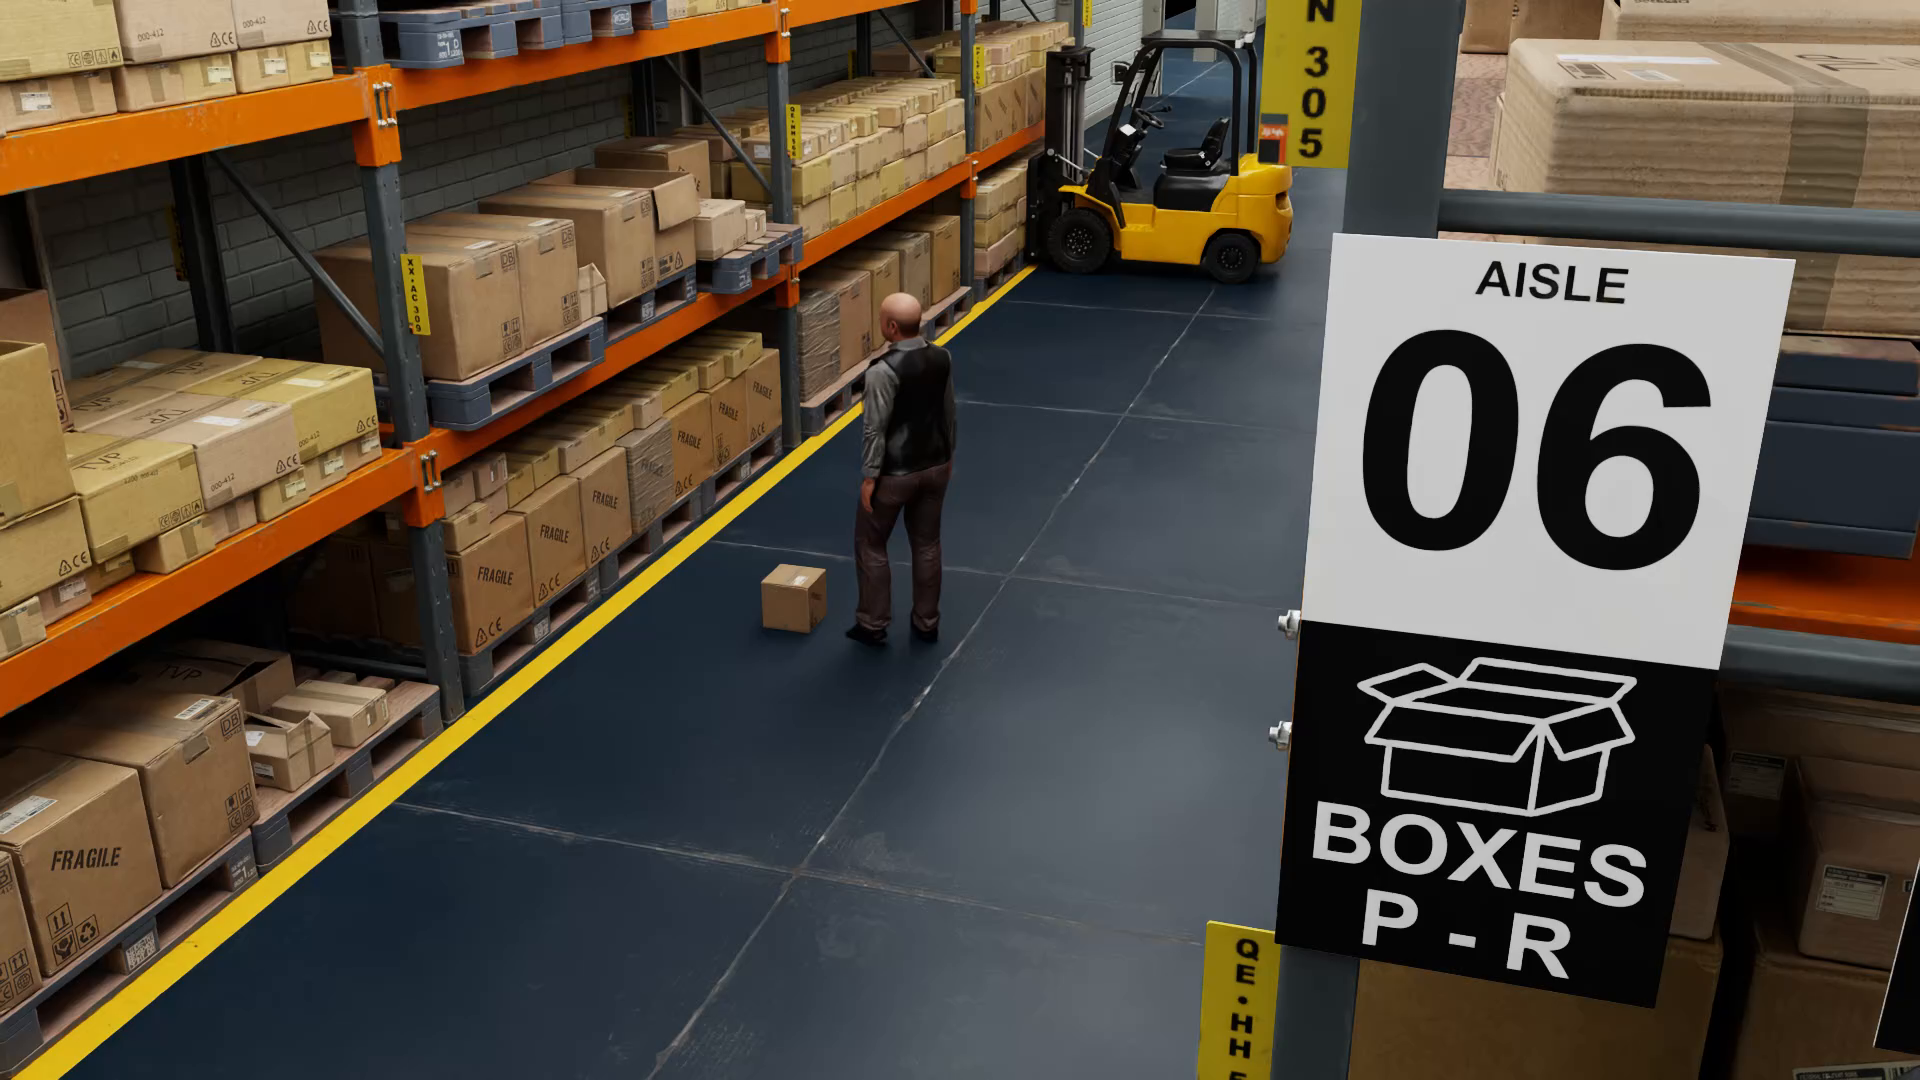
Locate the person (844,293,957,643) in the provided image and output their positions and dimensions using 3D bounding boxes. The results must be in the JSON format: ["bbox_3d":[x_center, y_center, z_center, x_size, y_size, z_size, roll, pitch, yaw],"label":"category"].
[{"bbox_3d":[-0.273,-0.317,7.969,0.599,1.782,0.454,-16,27,-35],"label":"person"}]
